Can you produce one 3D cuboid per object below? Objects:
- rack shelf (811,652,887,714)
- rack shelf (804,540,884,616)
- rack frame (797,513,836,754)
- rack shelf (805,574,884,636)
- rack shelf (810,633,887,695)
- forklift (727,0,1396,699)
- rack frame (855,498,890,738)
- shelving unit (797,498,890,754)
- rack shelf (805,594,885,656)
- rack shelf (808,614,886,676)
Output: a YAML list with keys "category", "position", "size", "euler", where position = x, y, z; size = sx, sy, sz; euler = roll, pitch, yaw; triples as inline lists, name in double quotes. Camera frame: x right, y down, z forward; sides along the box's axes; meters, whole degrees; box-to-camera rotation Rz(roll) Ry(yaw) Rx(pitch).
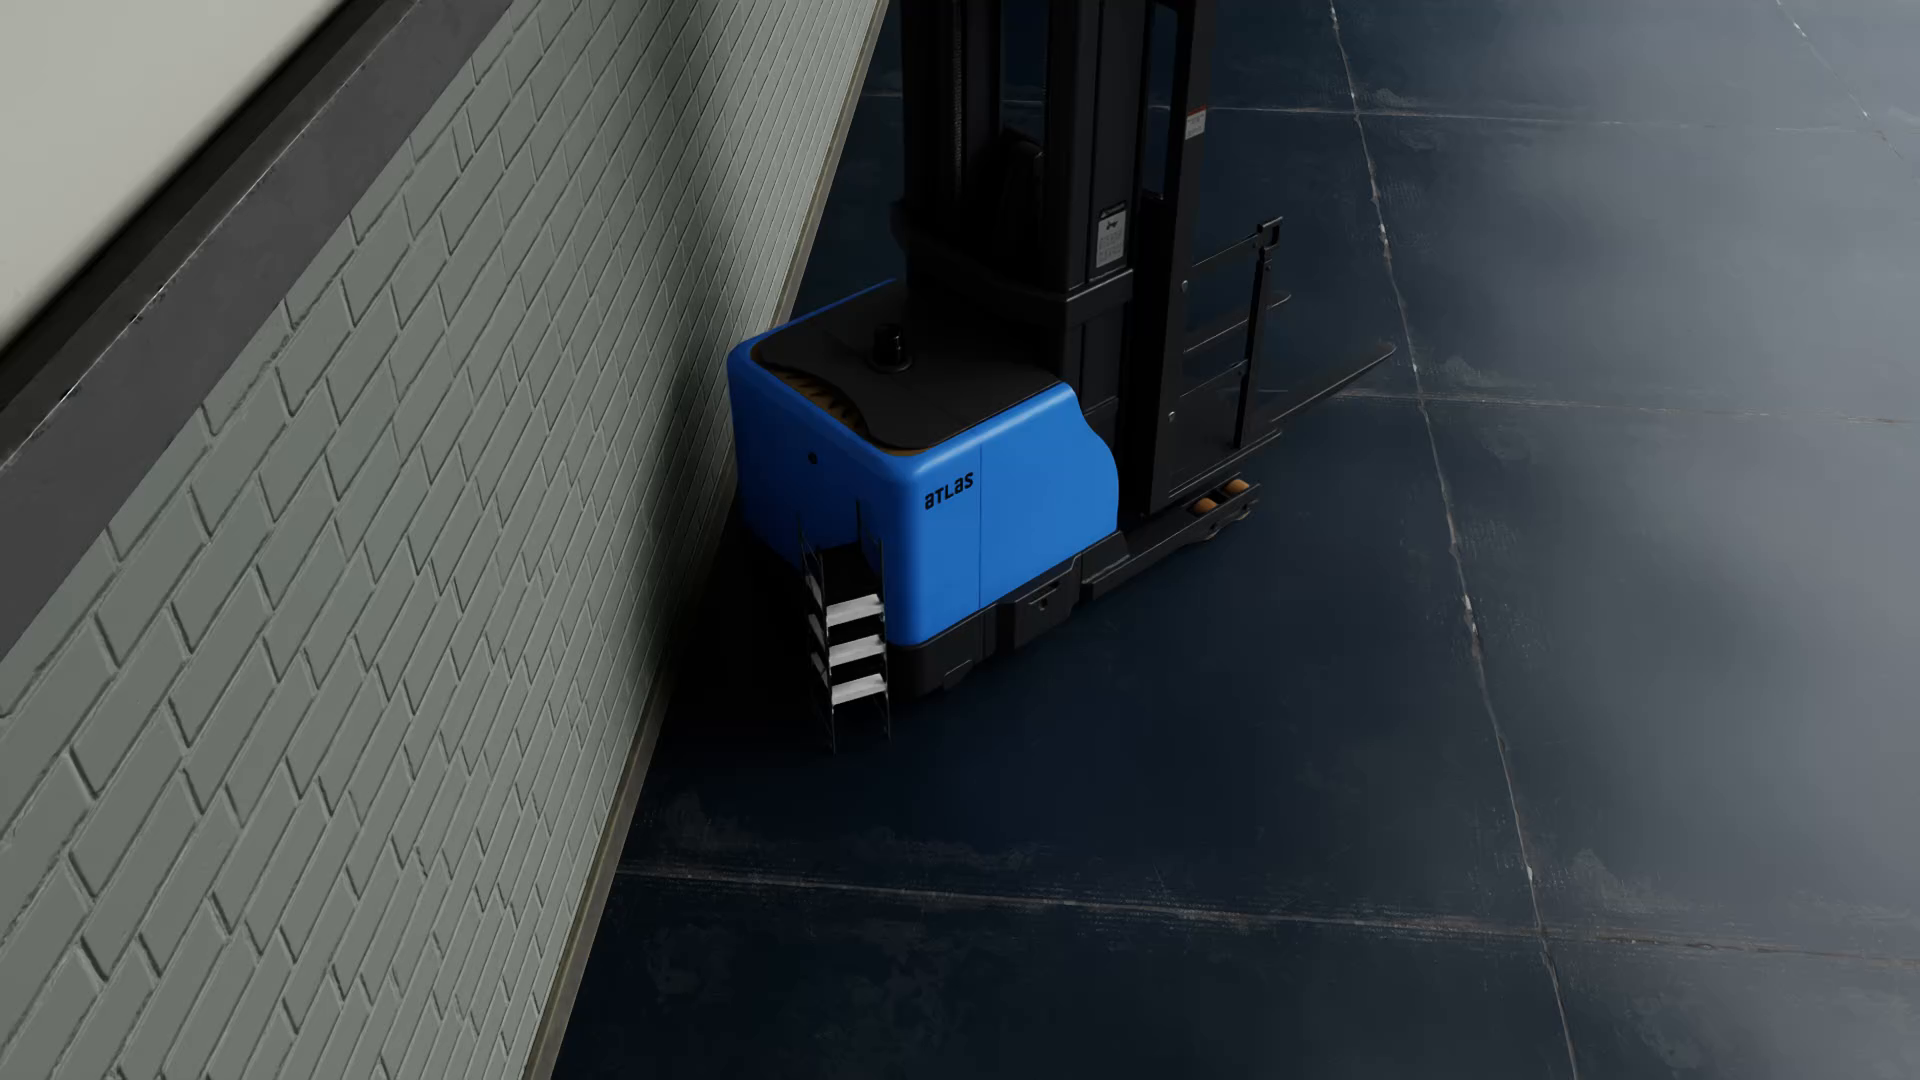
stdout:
- category: "rack shelf"
  position: [-0.391, 0.472, 5.796]
  size: [0.200, 0.077, 0.258]
  euler: [-15, 41, -17]
- category: "rack shelf"
  position: [-0.391, 0.123, 5.511]
  size: [0.200, 0.077, 0.258]
  euler: [-15, 41, -17]
- category: "rack frame"
  position: [-0.485, 0.331, 5.631]
  size: [0.006, 0.900, 0.240]
  euler: [-15, 41, -17]
- category: "rack shelf"
  position: [-0.391, 0.193, 5.568]
  size: [0.200, 0.077, 0.258]
  euler: [-15, 41, -17]
- category: "rack shelf"
  position: [-0.391, 0.402, 5.739]
  size: [0.200, 0.077, 0.258]
  euler: [-15, 41, -17]
- category: "forklift"
  position: [0.599, -1.363, 6.102]
  size: [3.031, 2.935, 1.130]
  euler: [-29, 47, -31]
- category: "rack frame"
  position: [-0.297, 0.282, 5.691]
  size: [0.006, 0.900, 0.240]
  euler: [-15, 41, -17]
- category: "shelving unit"
  position: [-0.391, 0.306, 5.661]
  size: [0.210, 0.900, 0.258]
  euler: [-15, 41, -17]
- category: "rack shelf"
  position: [-0.391, 0.262, 5.625]
  size: [0.200, 0.077, 0.258]
  euler: [-15, 41, -17]
- category: "rack shelf"
  position: [-0.391, 0.332, 5.682]
  size: [0.200, 0.077, 0.258]
  euler: [-15, 41, -17]
